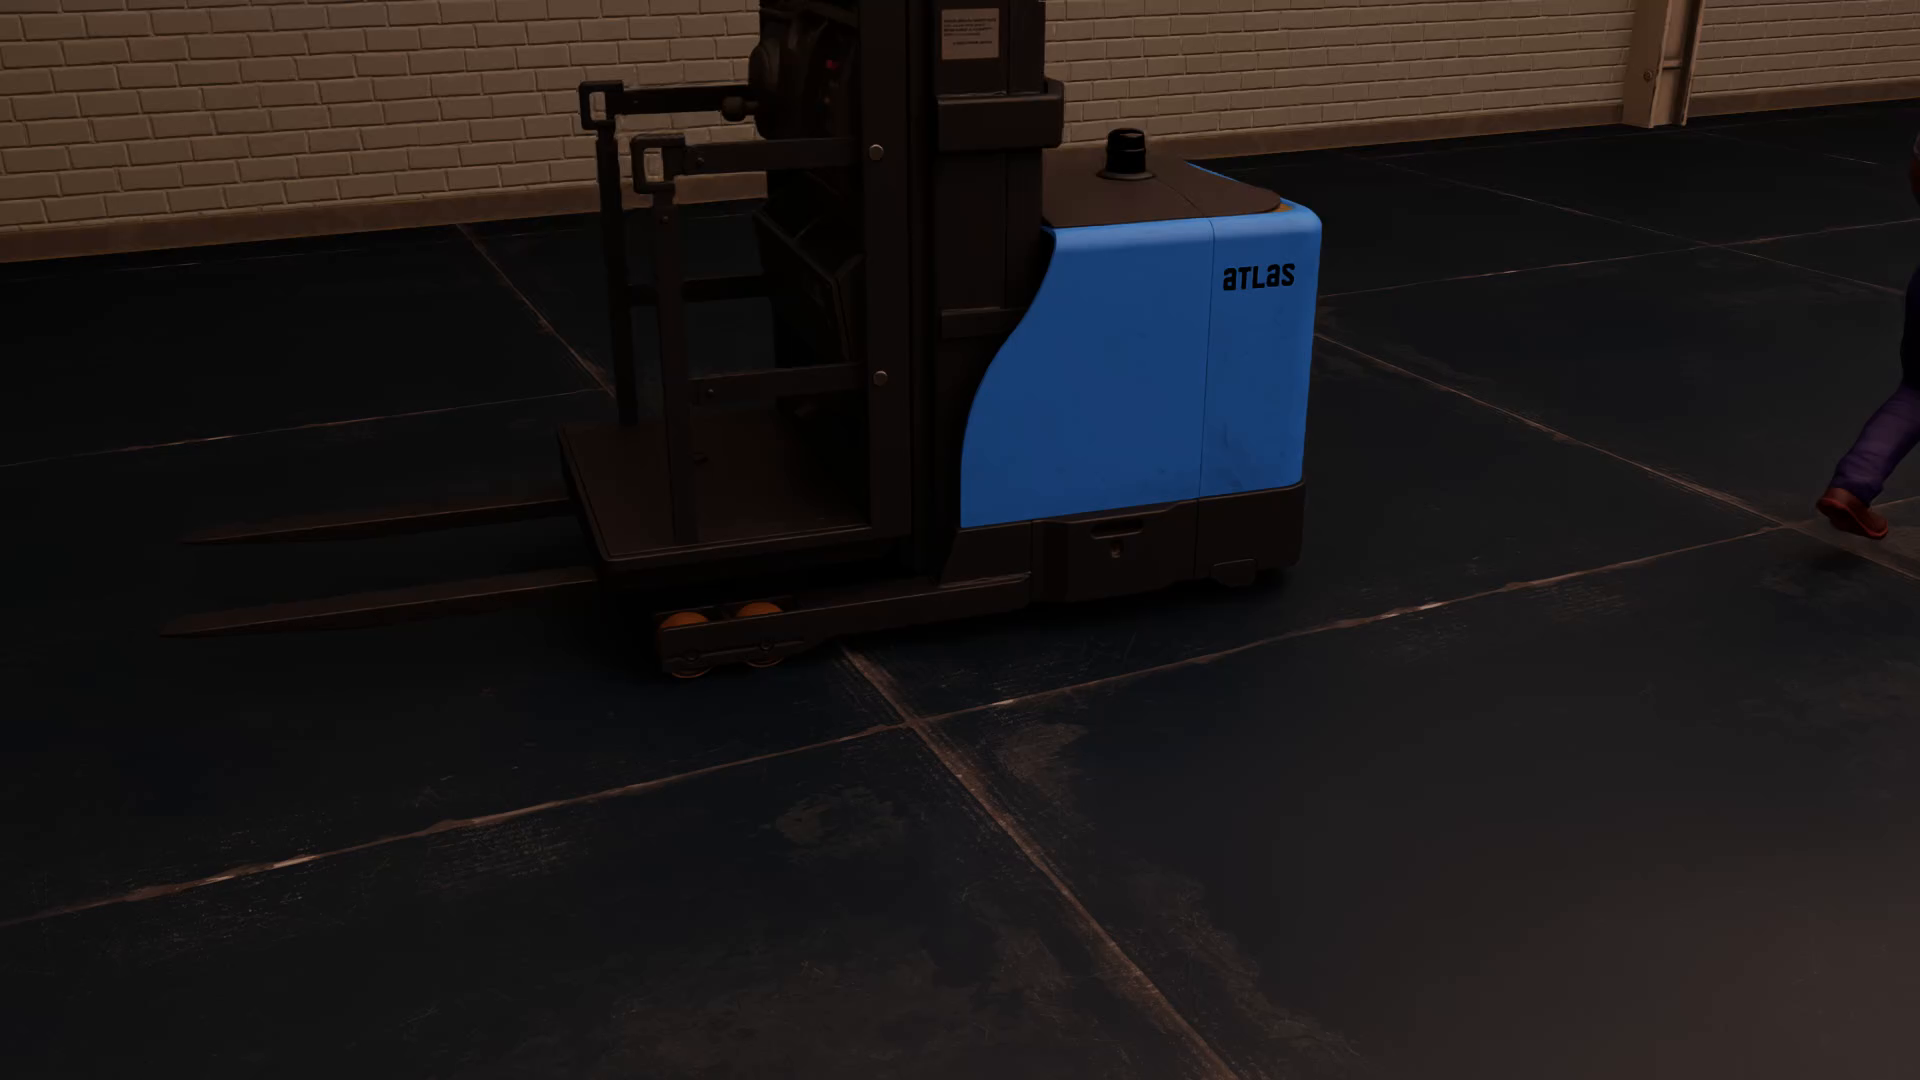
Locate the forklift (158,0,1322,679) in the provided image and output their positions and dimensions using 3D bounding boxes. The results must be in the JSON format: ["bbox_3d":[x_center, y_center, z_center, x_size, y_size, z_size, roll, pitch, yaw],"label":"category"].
[{"bbox_3d":[-0.591,-1.227,4.239,3.031,2.935,1.130,-7,24,-17],"label":"forklift"}]

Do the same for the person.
[{"bbox_3d":[2.859,-0.676,4.617,0.605,1.632,0.751,-10,24,-22],"label":"person"}]
